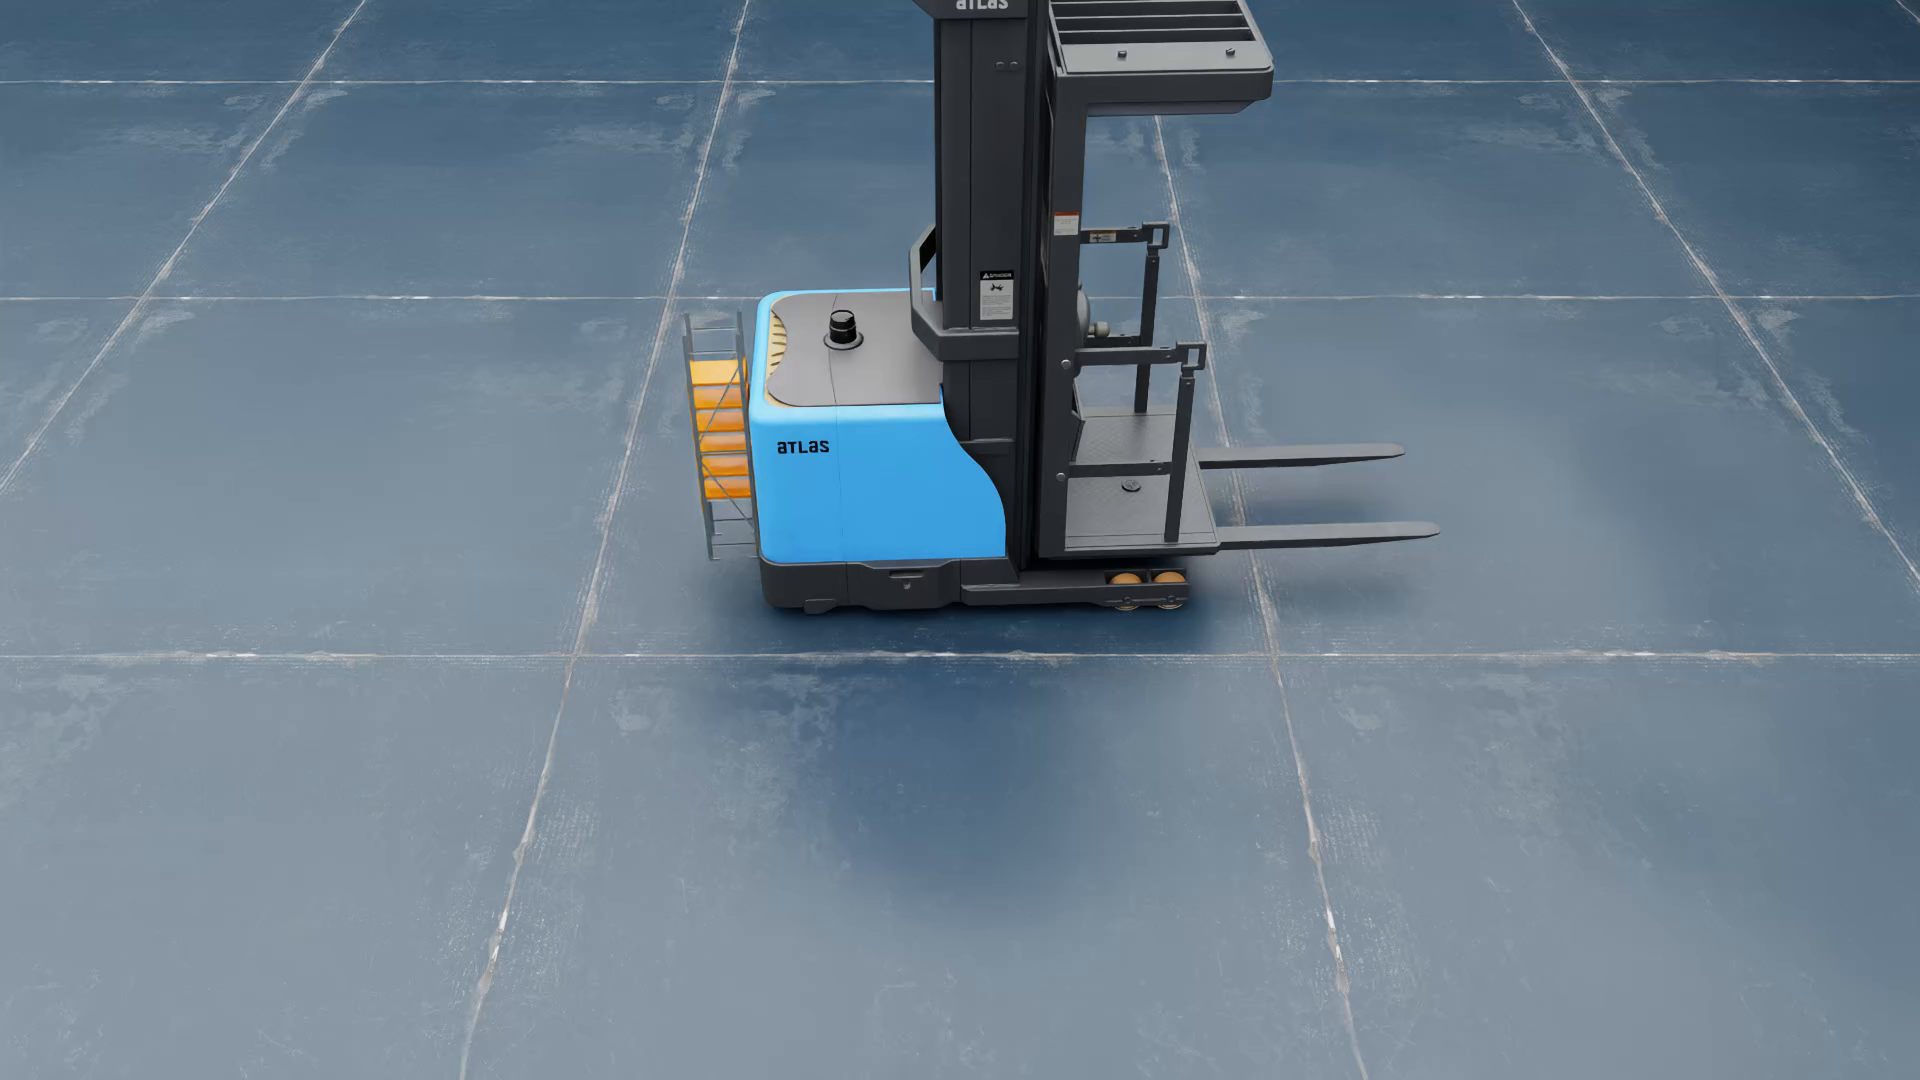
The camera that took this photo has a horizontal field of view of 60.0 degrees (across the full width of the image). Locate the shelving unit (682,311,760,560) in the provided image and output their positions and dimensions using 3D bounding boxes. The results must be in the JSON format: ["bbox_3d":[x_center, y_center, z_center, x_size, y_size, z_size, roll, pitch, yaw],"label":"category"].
[{"bbox_3d":[-1.040,-0.440,7.339,0.258,1.200,0.189,-3,39,-3],"label":"shelving unit"}]

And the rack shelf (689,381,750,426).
[{"bbox_3d":[-1.040,-0.592,7.217,0.258,0.103,0.180,-3,39,-3],"label":"rack shelf"}]

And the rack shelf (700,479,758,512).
[{"bbox_3d":[-1.040,-0.218,7.517,0.258,0.103,0.180,-3,39,-3],"label":"rack shelf"}]

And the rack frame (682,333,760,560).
[{"bbox_3d":[-1.033,-0.383,7.268,0.240,1.200,0.006,-3,39,-3],"label":"rack frame"}]

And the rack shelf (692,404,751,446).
[{"bbox_3d":[-1.040,-0.499,7.292,0.258,0.103,0.180,-3,39,-3],"label":"rack shelf"}]

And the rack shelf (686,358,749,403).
[{"bbox_3d":[-1.040,-0.686,7.142,0.258,0.103,0.180,-3,39,-3],"label":"rack shelf"}]

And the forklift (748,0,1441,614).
[{"bbox_3d":[0.621,-1.163,6.857,3.031,2.935,1.130,-2,39,-2],"label":"forklift"}]

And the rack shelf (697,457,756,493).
[{"bbox_3d":[-1.040,-0.311,7.442,0.258,0.103,0.180,-3,39,-3],"label":"rack shelf"}]

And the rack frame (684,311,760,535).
[{"bbox_3d":[-1.046,-0.497,7.410,0.240,1.200,0.006,-3,39,-3],"label":"rack frame"}]

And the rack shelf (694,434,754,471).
[{"bbox_3d":[-1.040,-0.405,7.367,0.258,0.103,0.180,-3,39,-3],"label":"rack shelf"}]
